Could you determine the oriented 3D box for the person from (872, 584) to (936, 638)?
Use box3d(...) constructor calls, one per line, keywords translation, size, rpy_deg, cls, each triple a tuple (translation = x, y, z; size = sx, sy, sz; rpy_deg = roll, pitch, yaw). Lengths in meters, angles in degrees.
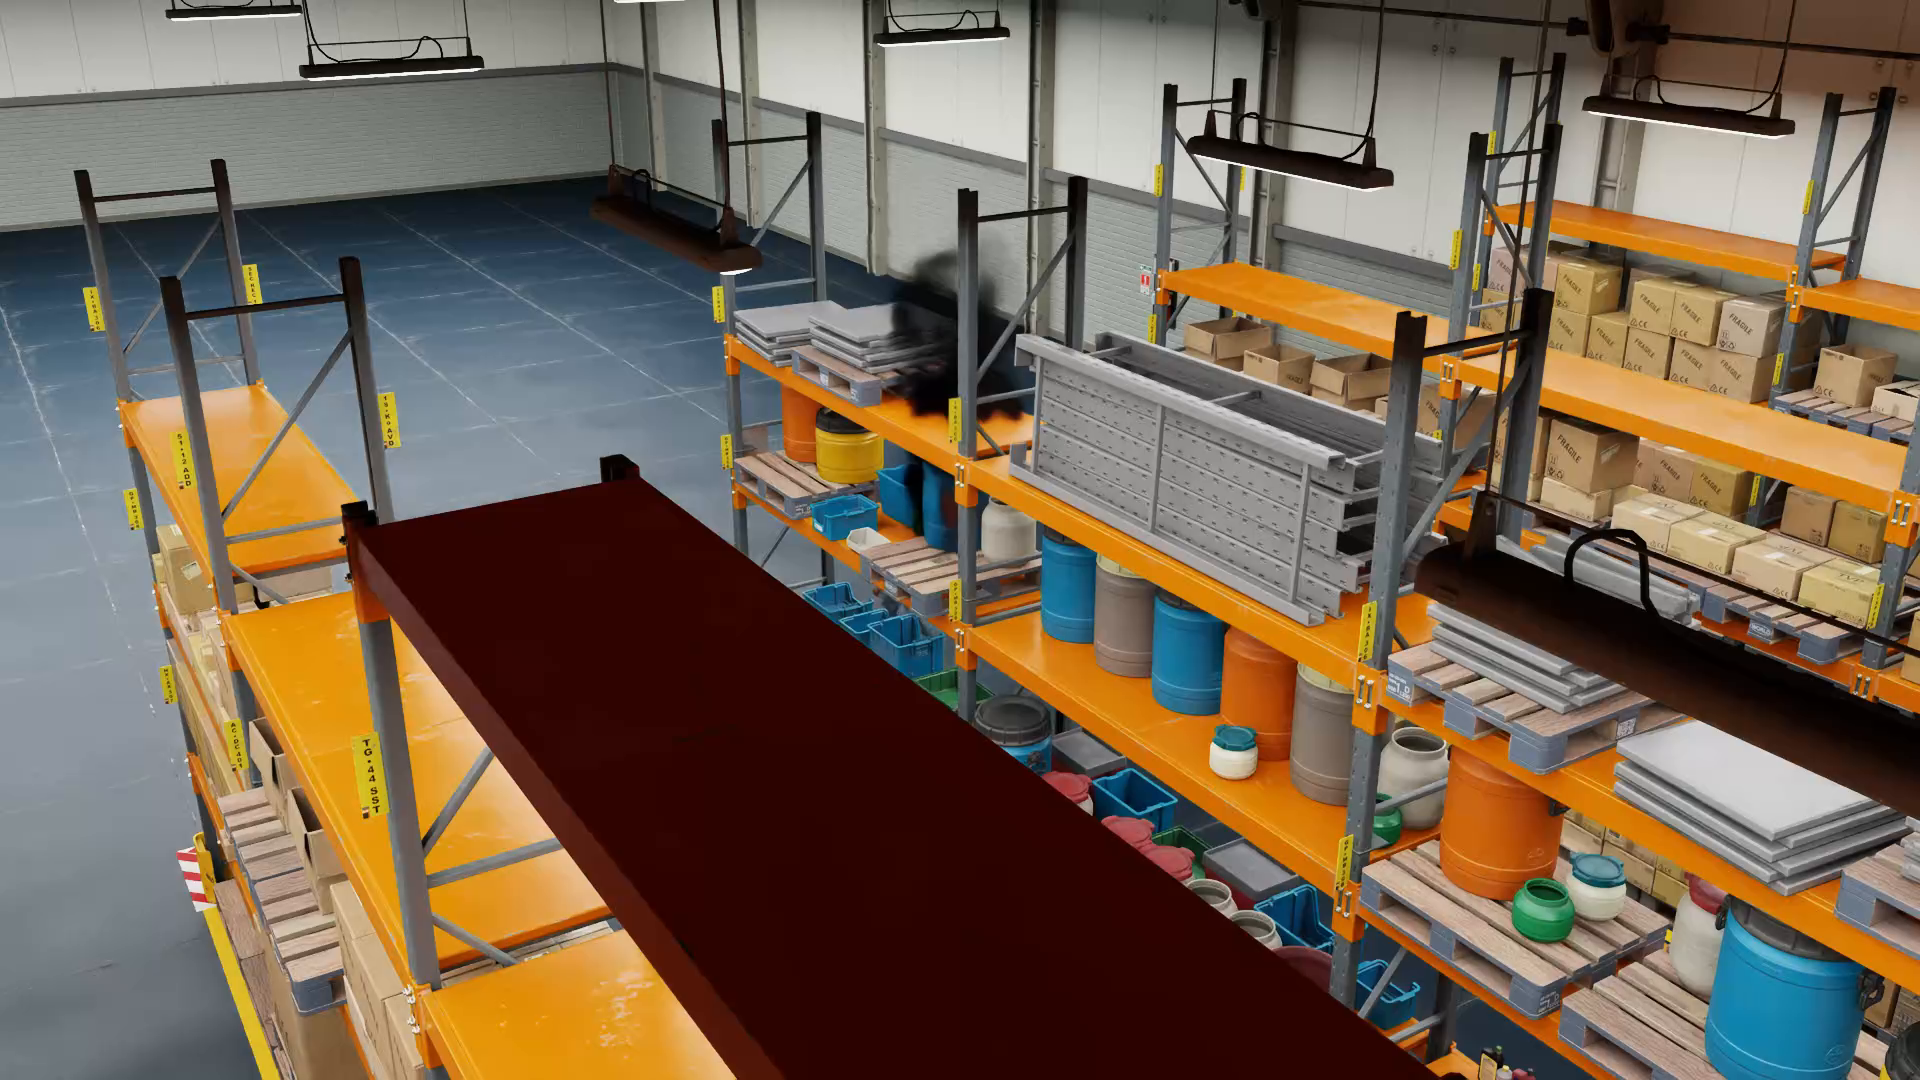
box3d(translation=(-0.670, 0.474, 17.071), size=(0.840, 1.811, 0.743), rpy_deg=(17, 27, 36), cls="person")
